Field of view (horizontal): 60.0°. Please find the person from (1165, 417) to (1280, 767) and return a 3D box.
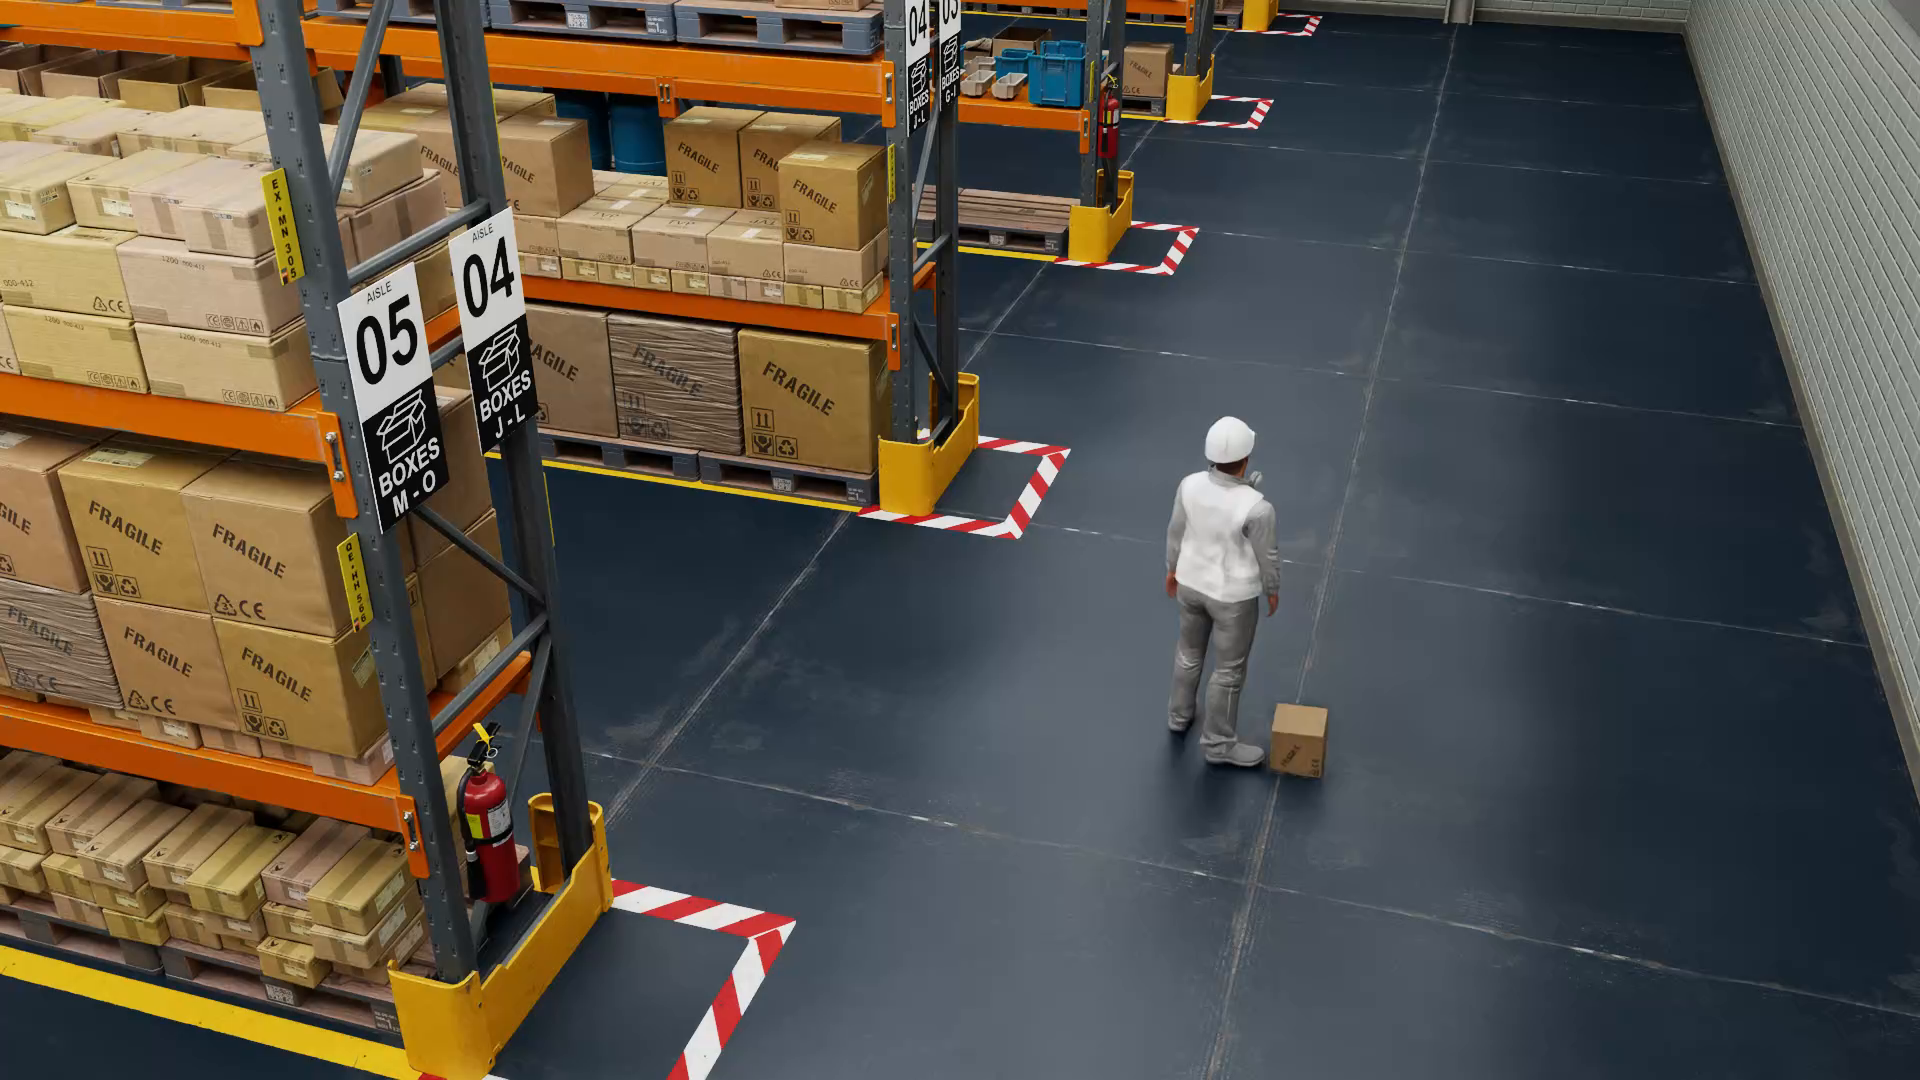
[{"bbox_3d":[1.280,0.231,8.032,0.641,1.781,0.408,24,37,37],"label":"person"}]
